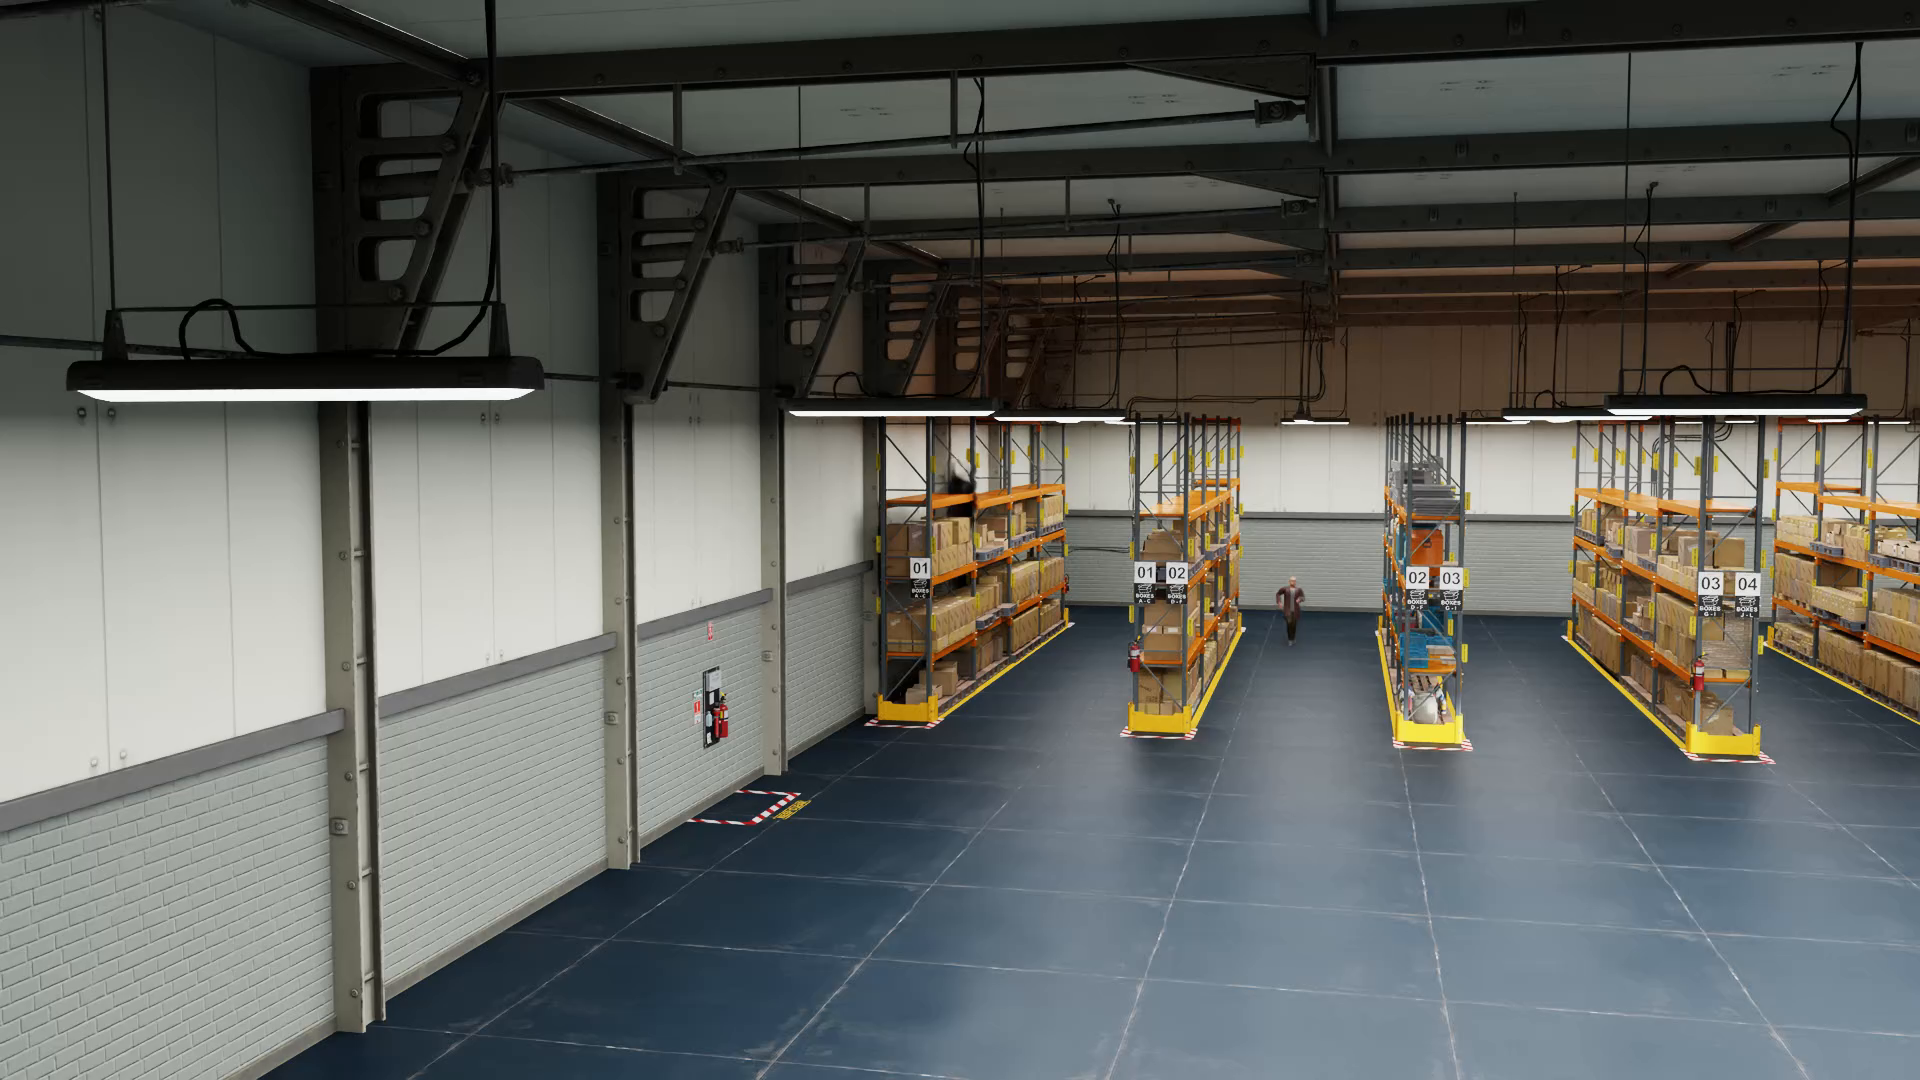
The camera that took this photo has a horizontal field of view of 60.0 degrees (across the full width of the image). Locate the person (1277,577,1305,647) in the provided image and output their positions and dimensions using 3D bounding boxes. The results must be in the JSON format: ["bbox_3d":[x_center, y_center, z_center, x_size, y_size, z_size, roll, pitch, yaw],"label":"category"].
[{"bbox_3d":[8.732,1.879,43.825,0.720,1.807,0.938,0,4,0],"label":"person"}]

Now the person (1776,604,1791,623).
[{"bbox_3d":[22.211,1.877,44.857,0.595,1.657,0.796,2,4,22],"label":"person"}]
